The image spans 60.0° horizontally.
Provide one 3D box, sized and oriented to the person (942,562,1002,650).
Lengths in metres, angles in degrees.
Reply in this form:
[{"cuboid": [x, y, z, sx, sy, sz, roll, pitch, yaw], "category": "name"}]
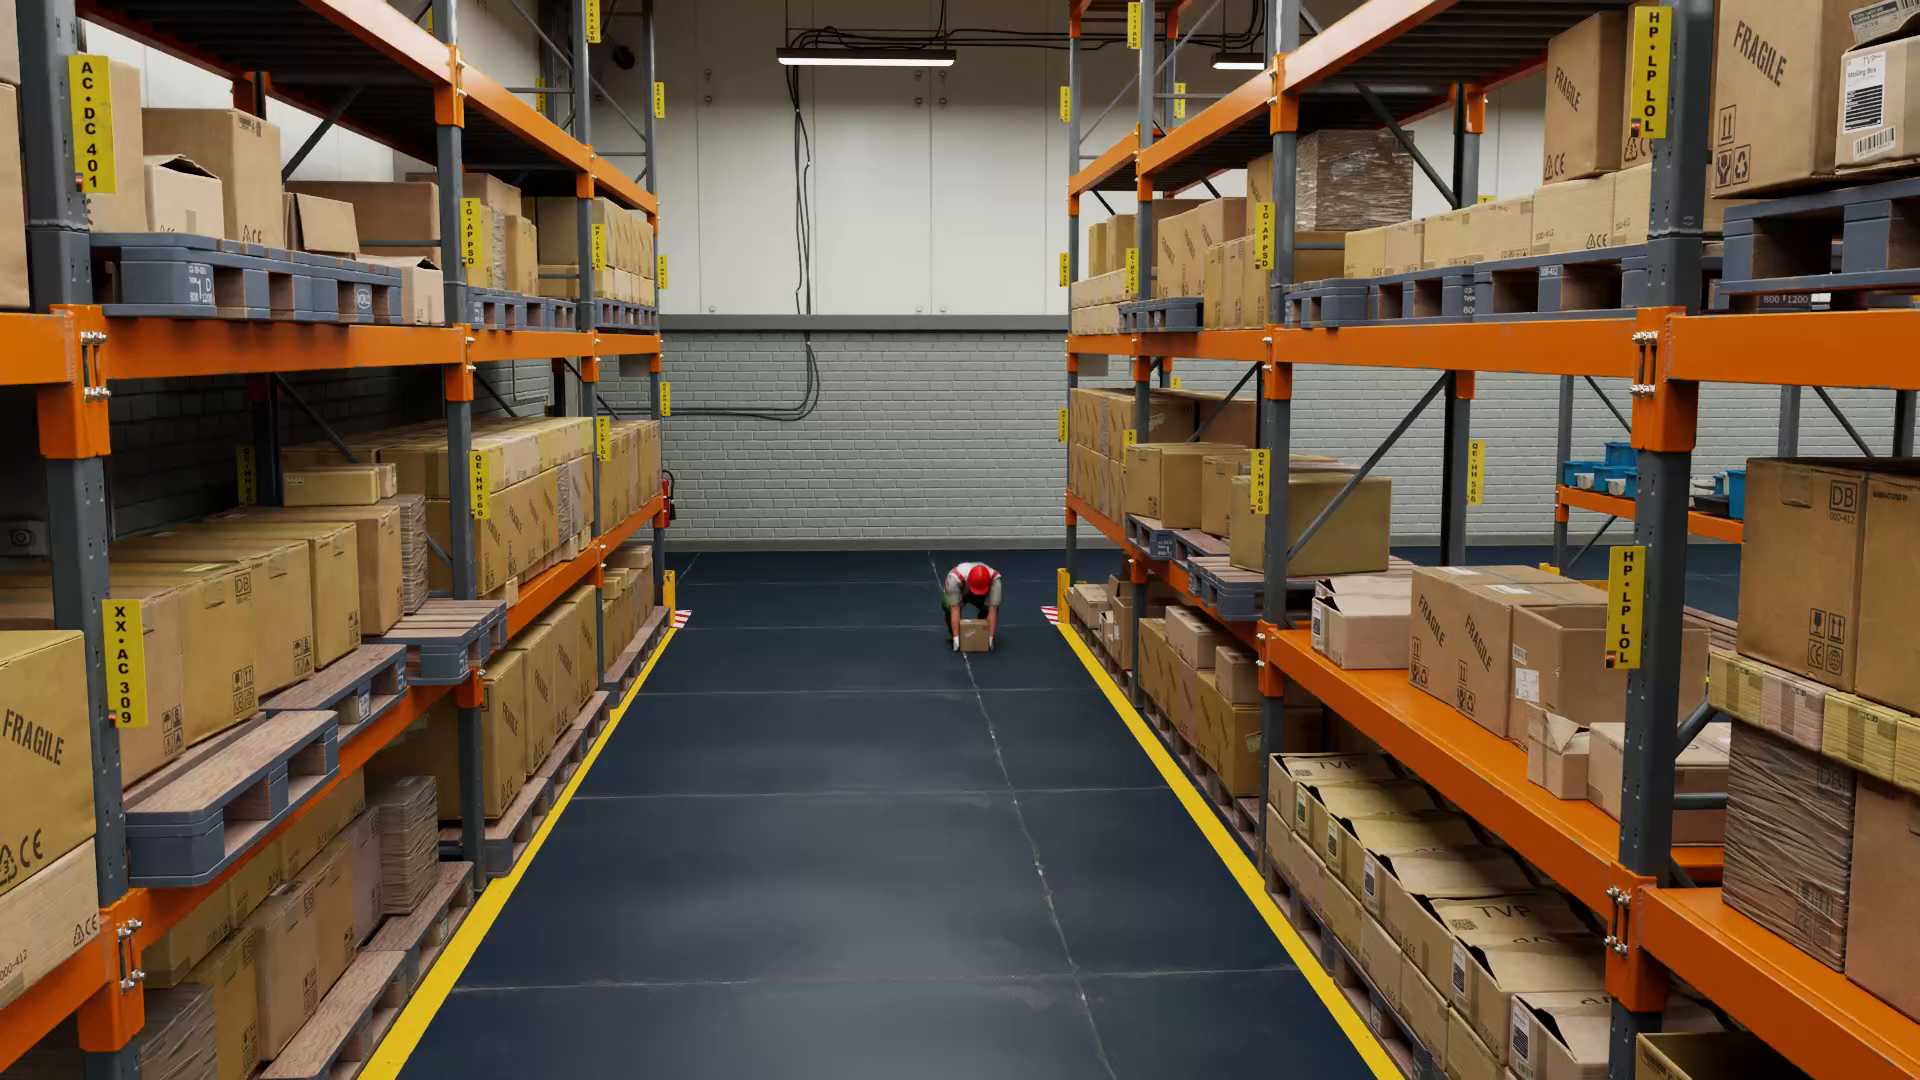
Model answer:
[{"cuboid": [0.102, 0.591, 15.199, 0.536, 0.830, 0.941, -1, 7, -5], "category": "person"}]
